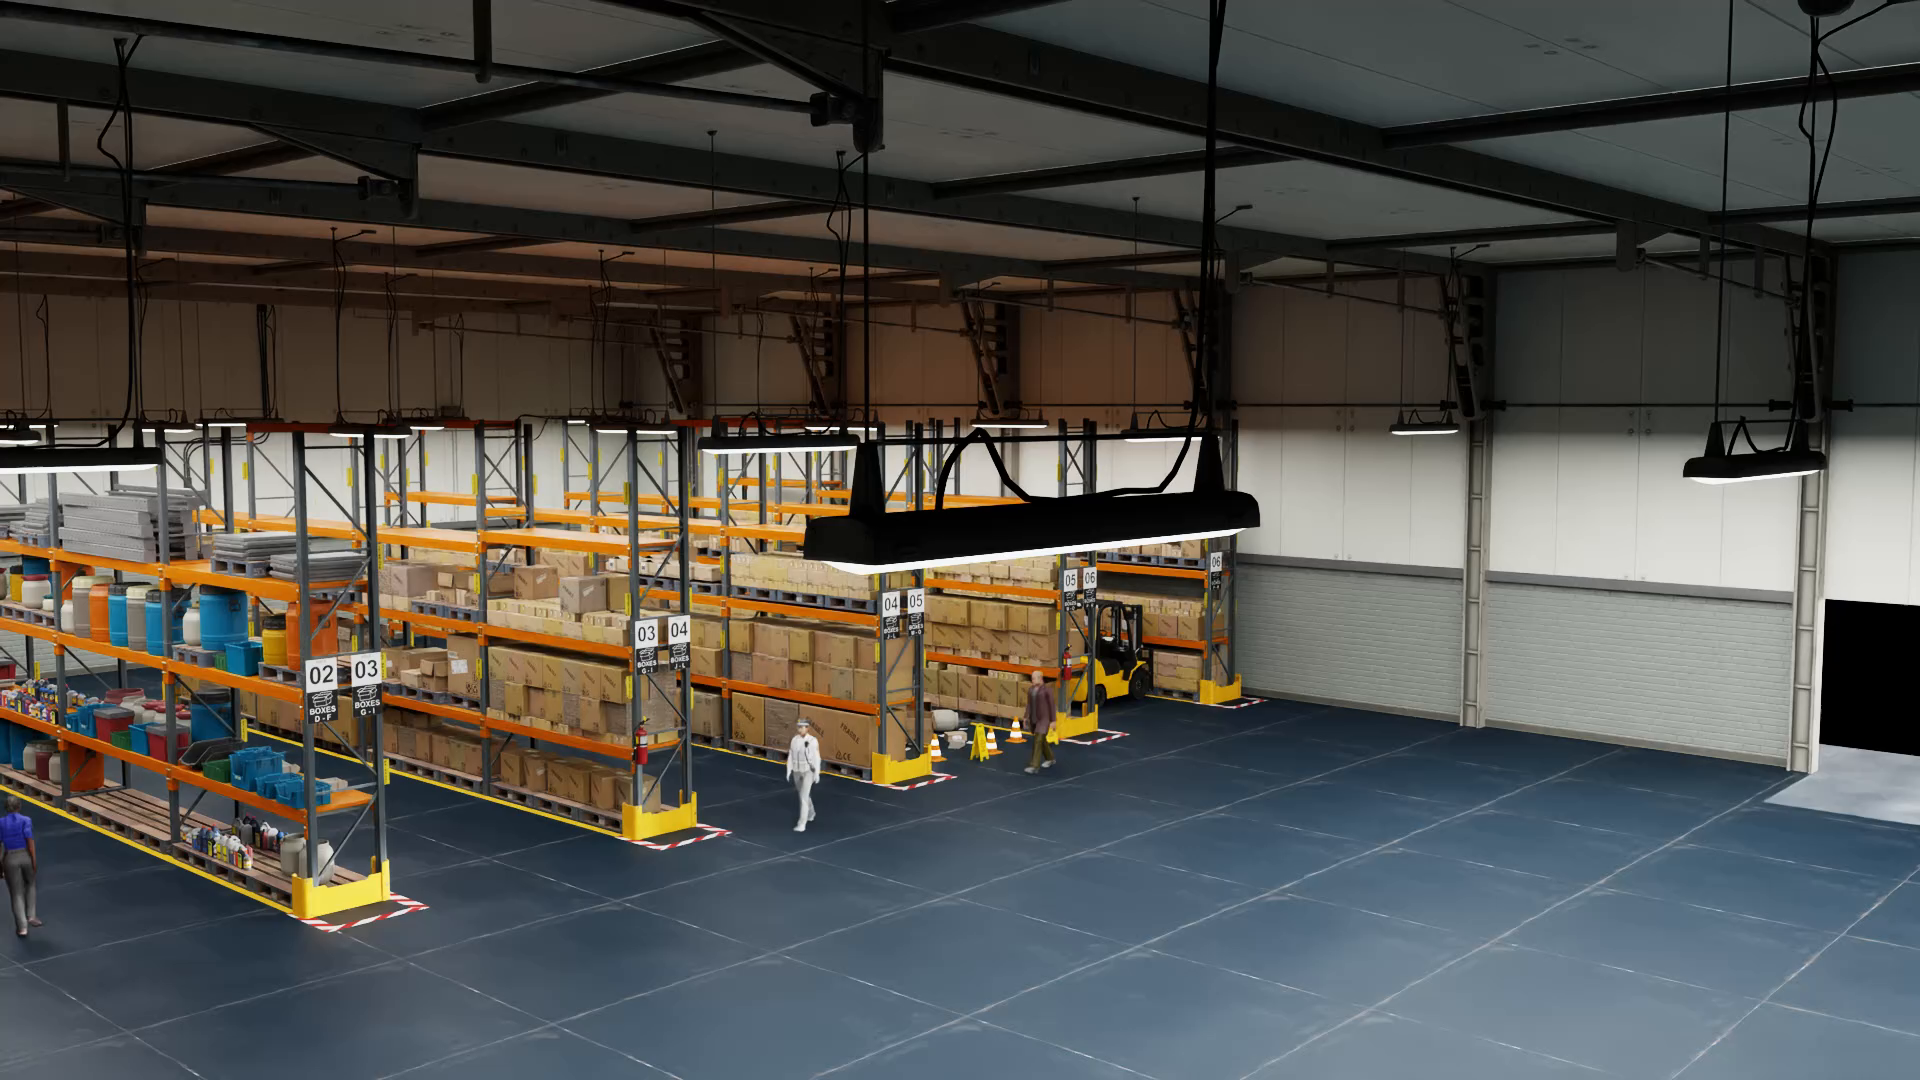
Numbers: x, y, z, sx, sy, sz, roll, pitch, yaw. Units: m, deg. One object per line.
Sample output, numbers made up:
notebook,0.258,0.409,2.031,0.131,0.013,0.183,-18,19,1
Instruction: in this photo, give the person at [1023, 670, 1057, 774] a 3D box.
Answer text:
person,1.350,3.115,28.693,0.980,1.742,0.609,-4,6,-39

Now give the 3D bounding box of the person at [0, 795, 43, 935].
person,-11.265,3.881,19.890,0.471,1.658,0.516,-3,6,-35

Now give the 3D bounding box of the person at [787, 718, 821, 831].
person,-2.354,3.475,24.908,0.482,1.646,0.884,3,5,31
